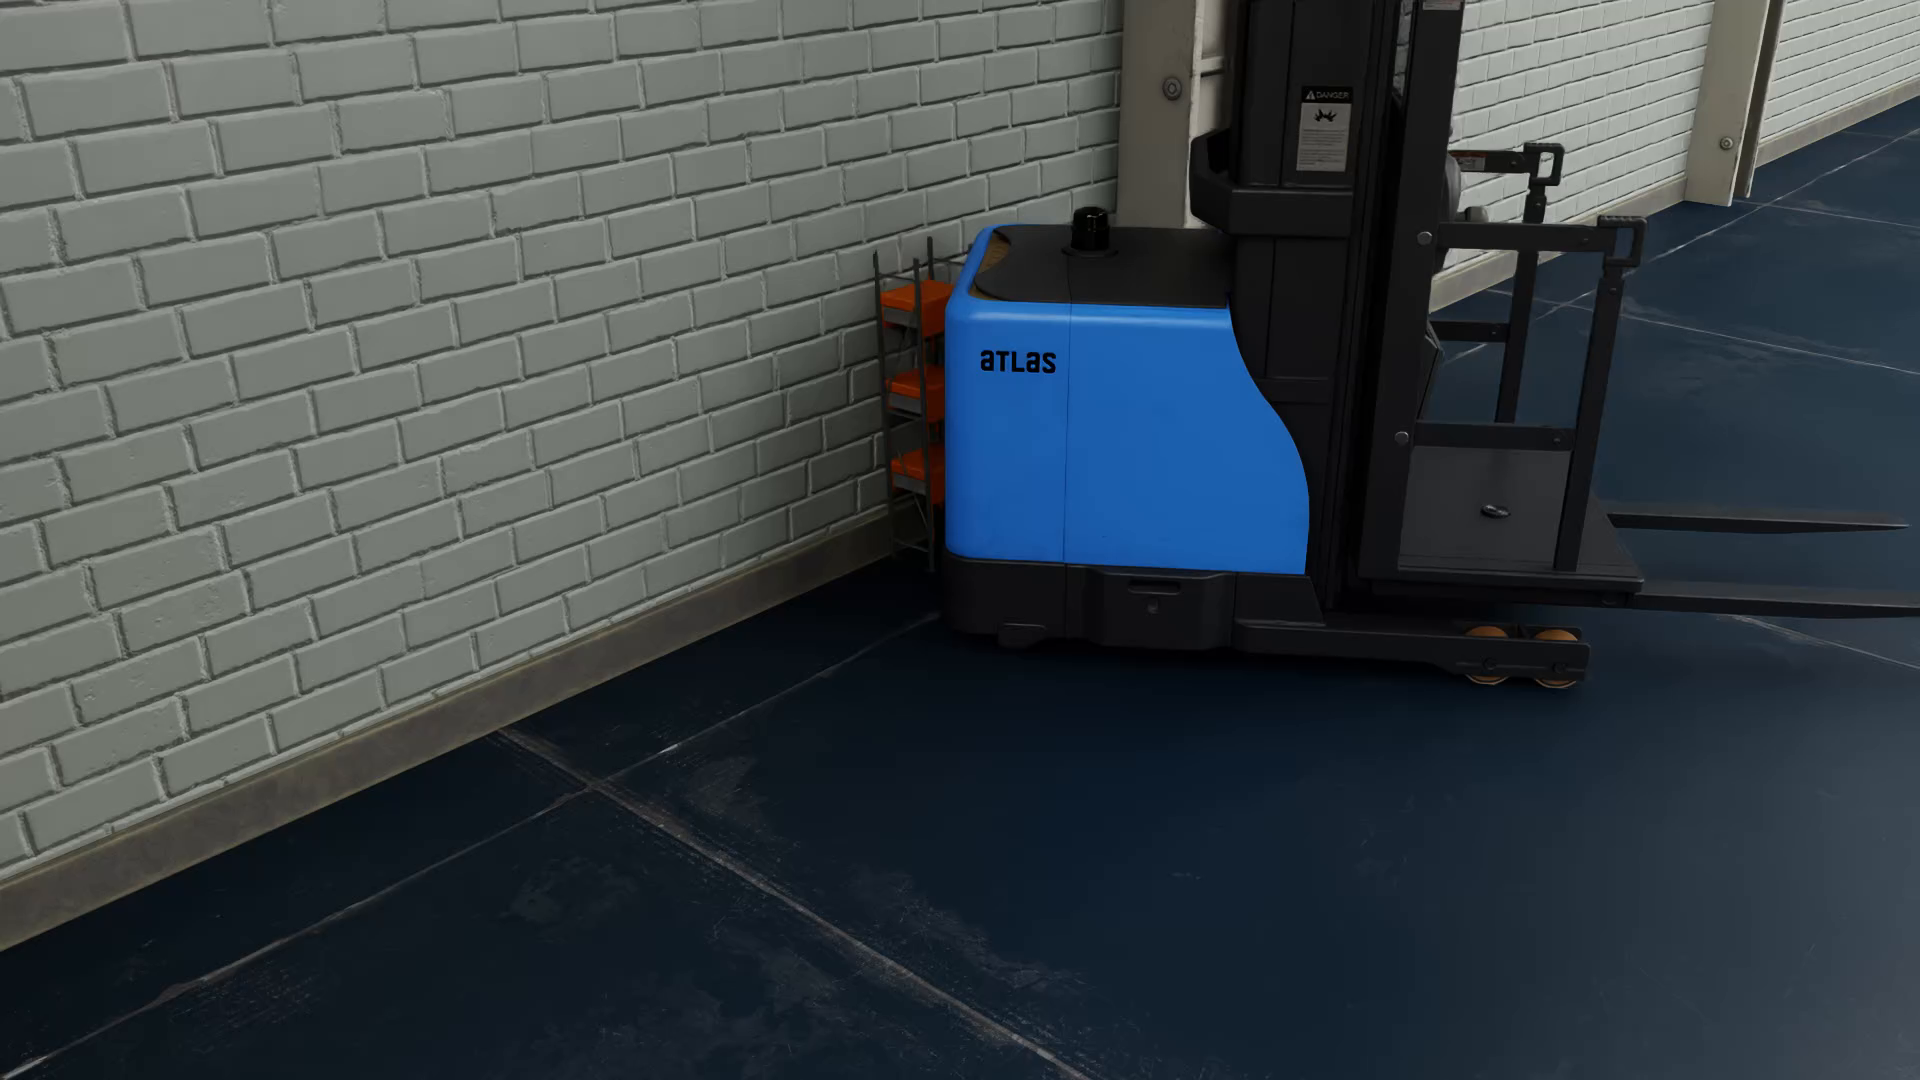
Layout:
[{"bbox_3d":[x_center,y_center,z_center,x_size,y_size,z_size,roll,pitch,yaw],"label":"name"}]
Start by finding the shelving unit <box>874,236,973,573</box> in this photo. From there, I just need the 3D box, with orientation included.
[{"bbox_3d":[-0.095,-0.437,5.438,0.215,1.050,0.252,18,30,41],"label":"shelving unit"}]

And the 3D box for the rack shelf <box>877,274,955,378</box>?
[{"bbox_3d":[-0.106,-0.689,5.333,0.215,0.259,0.240,18,30,41],"label":"rack shelf"}]

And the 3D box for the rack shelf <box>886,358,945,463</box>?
[{"bbox_3d":[-0.094,-0.427,5.442,0.215,0.259,0.240,18,30,41],"label":"rack shelf"}]

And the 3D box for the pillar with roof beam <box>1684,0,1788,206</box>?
[{"bbox_3d":[8.027,-5.119,6.167,9.100,9.000,0.400,20,31,38],"label":"pillar with roof beam"}]

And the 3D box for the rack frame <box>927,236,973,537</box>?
[{"bbox_3d":[-0.010,-0.474,5.518,0.200,1.050,0.008,18,30,41],"label":"rack frame"}]

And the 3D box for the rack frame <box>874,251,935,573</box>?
[{"bbox_3d":[-0.179,-0.400,5.358,0.200,1.050,0.008,18,30,41],"label":"rack frame"}]

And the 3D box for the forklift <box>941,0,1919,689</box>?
[{"bbox_3d":[1.497,-1.139,4.709,3.031,2.935,1.130,3,24,6],"label":"forklift"}]

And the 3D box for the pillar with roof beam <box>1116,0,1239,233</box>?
[{"bbox_3d":[4.022,-3.291,2.090,9.100,9.000,0.400,20,31,38],"label":"pillar with roof beam"}]

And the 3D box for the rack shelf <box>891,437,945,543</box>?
[{"bbox_3d":[-0.082,-0.171,5.548,0.215,0.259,0.240,18,30,41],"label":"rack shelf"}]
